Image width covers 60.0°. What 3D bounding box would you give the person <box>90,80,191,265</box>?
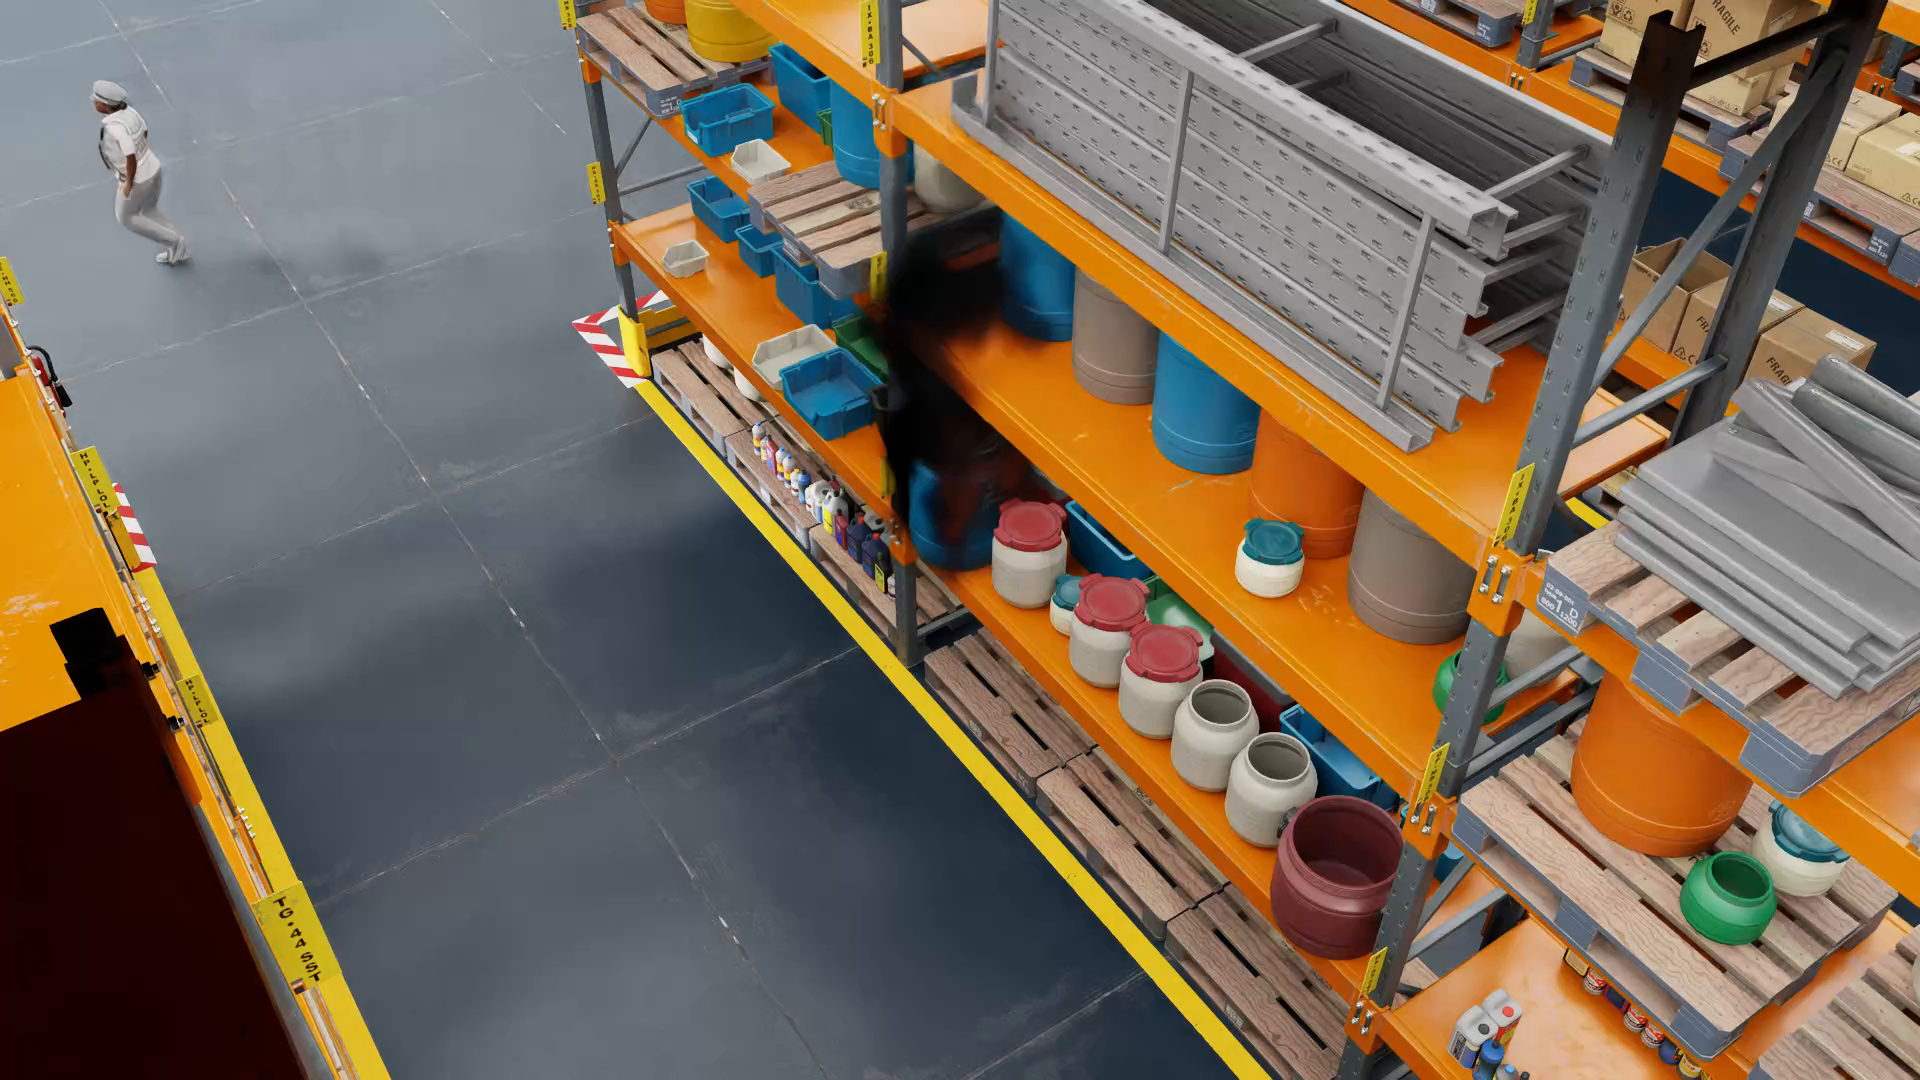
[{"bbox_3d":[-6.870,-3.044,13.843,0.547,1.664,0.595,0,43,0],"label":"person"}]
